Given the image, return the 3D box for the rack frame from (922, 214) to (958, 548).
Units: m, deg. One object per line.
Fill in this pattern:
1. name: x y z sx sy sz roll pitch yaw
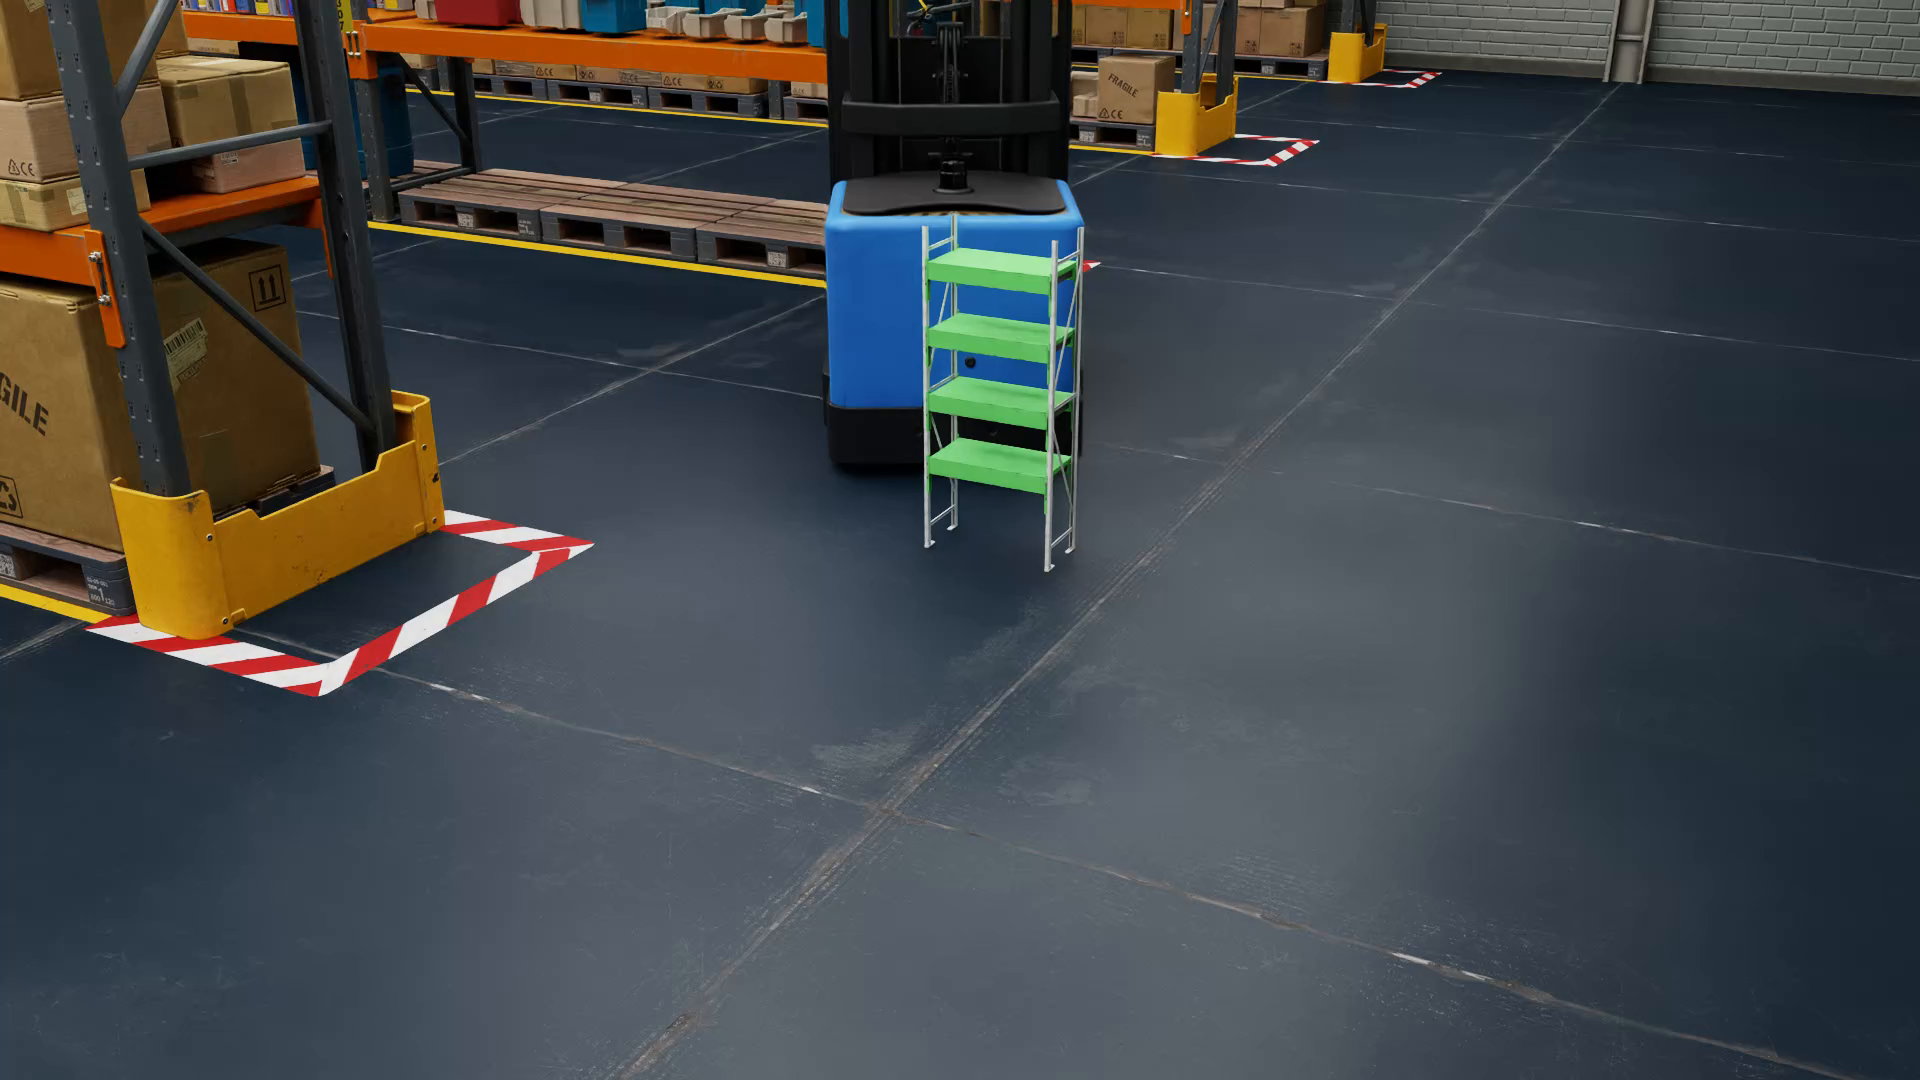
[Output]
1. rack frame: -0.070 -0.566 6.048 0.015 1.200 0.240 11 25 25

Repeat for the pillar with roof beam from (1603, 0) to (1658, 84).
1. pillar with roof beam: 5.169 -7.552 12.509 0.400 9.000 9.100 11 25 25

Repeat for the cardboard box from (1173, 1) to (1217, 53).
1. cardboard box: 2.746 -5.778 18.661 0.500 0.500 0.700 10 25 23

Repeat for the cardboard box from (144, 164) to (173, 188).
1. cardboard box: -2.791 -1.387 5.999 0.250 0.149 0.380 11 25 24

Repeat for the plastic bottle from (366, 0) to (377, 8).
1. plastic bottle: -4.180 -3.925 11.811 0.097 0.271 0.097 0 23 0

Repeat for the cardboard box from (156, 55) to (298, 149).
1. cardboard box: -2.700 -1.526 5.818 0.500 0.250 0.500 10 25 23

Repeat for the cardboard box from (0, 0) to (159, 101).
1. cardboard box: -2.947 -1.687 5.237 0.500 0.500 0.500 12 26 25

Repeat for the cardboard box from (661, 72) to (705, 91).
1. cardboard box: -2.497 -4.574 15.806 0.500 0.500 0.500 11 26 25

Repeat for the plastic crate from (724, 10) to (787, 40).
1. plastic crate: -1.220 -3.053 9.855 0.243 0.136 0.396 11 25 25

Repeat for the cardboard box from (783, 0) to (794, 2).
1. cardboard box: -2.231 -6.910 20.877 0.750 0.750 0.750 11 25 24

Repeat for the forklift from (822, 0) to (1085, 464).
1. forklift: -0.057 -2.189 7.652 1.130 2.935 3.031 -1 23 -1

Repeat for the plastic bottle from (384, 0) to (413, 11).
1. plastic bottle: -3.932 -3.876 11.593 0.185 0.351 0.144 11 25 25

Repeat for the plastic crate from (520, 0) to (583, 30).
1. plastic crate: -2.449 -3.355 10.381 0.530 0.282 0.437 11 25 25

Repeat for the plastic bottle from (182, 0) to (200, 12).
1. plastic bottle: -5.329 -3.834 11.590 0.135 0.276 0.152 11 25 25

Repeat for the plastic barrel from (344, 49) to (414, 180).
1. plastic barrel: -4.206 -3.045 11.723 0.708 0.901 0.600 11 25 25

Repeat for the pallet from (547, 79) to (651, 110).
1. pallet: -3.326 -4.507 16.579 1.213 0.211 1.003 11 25 25

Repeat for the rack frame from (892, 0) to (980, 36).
1. rack frame: -0.159 -3.009 9.494 0.127 3.000 1.000 11 25 25

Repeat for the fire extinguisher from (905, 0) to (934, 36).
1. fire extinguisher: -0.229 -2.617 9.146 0.183 0.674 0.296 11 25 25

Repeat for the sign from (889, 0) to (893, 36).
1. sign: -0.393 -2.890 9.003 0.005 0.325 0.100 11 25 25

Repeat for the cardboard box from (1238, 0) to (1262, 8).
1. cardboard box: 3.216 -5.903 18.127 0.250 0.149 0.380 12 26 26

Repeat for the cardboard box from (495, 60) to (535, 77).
1. cardboard box: -4.313 -4.933 16.648 0.500 0.500 0.500 10 25 23

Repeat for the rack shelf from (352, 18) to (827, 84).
1. rack shelf: -1.944 -3.031 10.465 4.000 0.370 1.077 11 25 25

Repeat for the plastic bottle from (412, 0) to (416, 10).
1. plastic bottle: -3.863 -3.876 11.680 0.133 0.283 0.061 11 25 25

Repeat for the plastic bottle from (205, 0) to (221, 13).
1. plastic bottle: -5.122 -3.793 11.494 0.135 0.276 0.152 11 25 25

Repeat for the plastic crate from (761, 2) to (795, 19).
1. plastic crate: -1.085 -3.280 10.389 0.298 0.136 0.250 11 25 25

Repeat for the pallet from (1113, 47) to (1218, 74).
1. pallet: 2.478 -5.516 18.951 1.213 0.211 1.003 11 25 25

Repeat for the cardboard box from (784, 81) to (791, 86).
1. cardboard box: -1.812 -4.668 16.025 0.500 0.500 0.500 10 25 22

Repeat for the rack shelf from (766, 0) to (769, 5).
1. rack shelf: -3.275 -5.467 16.192 4.000 0.370 1.077 11 25 25

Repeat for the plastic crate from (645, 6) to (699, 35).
1. plastic crate: -1.752 -3.139 10.059 0.250 0.136 0.298 11 25 25

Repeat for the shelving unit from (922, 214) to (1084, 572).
1. shelving unit: 0.148 -0.523 5.946 0.503 1.200 0.258 11 25 25

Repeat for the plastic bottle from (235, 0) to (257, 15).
1. plastic bottle: -4.861 -3.774 11.354 0.185 0.351 0.144 11 25 25

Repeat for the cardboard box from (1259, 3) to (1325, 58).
1. cardboard box: 3.641 -5.601 18.245 0.500 0.500 0.700 11 25 25

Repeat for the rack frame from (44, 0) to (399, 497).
1. rack frame: -2.394 -1.280 5.426 0.127 3.000 1.000 11 25 25

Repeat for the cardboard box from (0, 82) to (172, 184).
1. cardboard box: -2.946 -1.340 5.380 0.500 0.250 0.500 11 25 24

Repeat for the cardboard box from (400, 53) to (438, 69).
1. cardboard box: -5.639 -5.087 17.356 0.500 0.250 0.500 12 26 26

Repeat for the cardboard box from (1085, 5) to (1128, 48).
1. cardboard box: 1.810 -5.961 19.091 0.500 0.500 0.700 11 25 24

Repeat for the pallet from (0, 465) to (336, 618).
1. pallet: -3.142 -0.110 6.239 1.213 0.211 1.003 11 25 25

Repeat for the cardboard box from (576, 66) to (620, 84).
1. cardboard box: -3.399 -4.752 16.223 0.500 0.500 0.500 10 25 23

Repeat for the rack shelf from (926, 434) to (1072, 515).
1. rack shelf: 0.148 -0.243 6.065 0.480 0.148 0.258 11 25 25

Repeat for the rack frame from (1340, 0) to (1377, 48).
1. rack frame: 4.311 -6.469 17.630 0.127 3.000 1.000 11 25 25

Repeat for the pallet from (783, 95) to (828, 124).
1. pallet: -0.878 -4.040 15.481 1.213 0.211 1.003 11 25 25

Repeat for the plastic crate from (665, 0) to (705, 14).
1. plastic crate: -1.673 -3.404 10.559 0.300 0.233 0.416 11 25 25

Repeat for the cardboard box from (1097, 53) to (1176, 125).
1. cardboard box: 1.483 -3.801 13.986 0.500 0.500 0.500 11 25 25

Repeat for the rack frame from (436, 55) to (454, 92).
1. rack frame: -5.060 -6.151 16.882 0.127 3.000 1.000 11 25 25

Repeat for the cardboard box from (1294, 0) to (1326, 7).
1. cardboard box: 3.843 -5.947 18.231 0.250 0.149 0.380 11 26 25

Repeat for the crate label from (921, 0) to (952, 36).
1. crate label: -0.231 -3.119 9.887 0.303 0.233 0.416 11 25 25

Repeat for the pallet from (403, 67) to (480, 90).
1. pallet: -5.777 -5.027 17.801 1.213 0.211 1.003 11 25 25

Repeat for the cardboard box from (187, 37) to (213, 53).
1. cardboard box: -8.381 -5.628 18.627 0.500 0.250 0.500 11 25 23

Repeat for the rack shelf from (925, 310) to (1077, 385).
1. rack shelf: 0.148 -0.685 5.878 0.480 0.148 0.258 11 25 25

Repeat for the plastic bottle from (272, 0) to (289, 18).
1. plastic bottle: -4.552 -3.680 11.229 0.135 0.276 0.152 11 25 25

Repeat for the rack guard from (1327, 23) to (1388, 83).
1. rack guard: 4.333 -5.315 18.109 0.348 0.500 1.175 11 25 25

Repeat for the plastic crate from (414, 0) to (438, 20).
1. plastic crate: -3.378 -3.490 10.884 0.243 0.136 0.396 11 25 25

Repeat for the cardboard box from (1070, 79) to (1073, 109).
1. cardboard box: 0.649 -3.864 14.454 0.500 0.250 0.500 11 25 25

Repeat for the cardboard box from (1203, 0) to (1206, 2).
1. cardboard box: 2.711 -6.171 18.755 0.250 0.149 0.380 11 26 25

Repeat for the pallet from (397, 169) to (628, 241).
1. pallet: -3.055 -2.316 11.427 1.213 0.211 1.003 11 25 25

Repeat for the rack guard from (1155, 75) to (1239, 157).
1. rack guard: 2.012 -3.602 14.081 0.348 0.500 1.175 11 25 25

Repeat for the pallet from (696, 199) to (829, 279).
1. pallet: -0.877 -1.885 10.414 1.213 0.211 1.003 11 25 25

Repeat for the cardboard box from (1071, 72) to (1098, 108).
1. cardboard box: 1.276 -3.959 14.678 0.500 0.250 0.500 11 25 25
